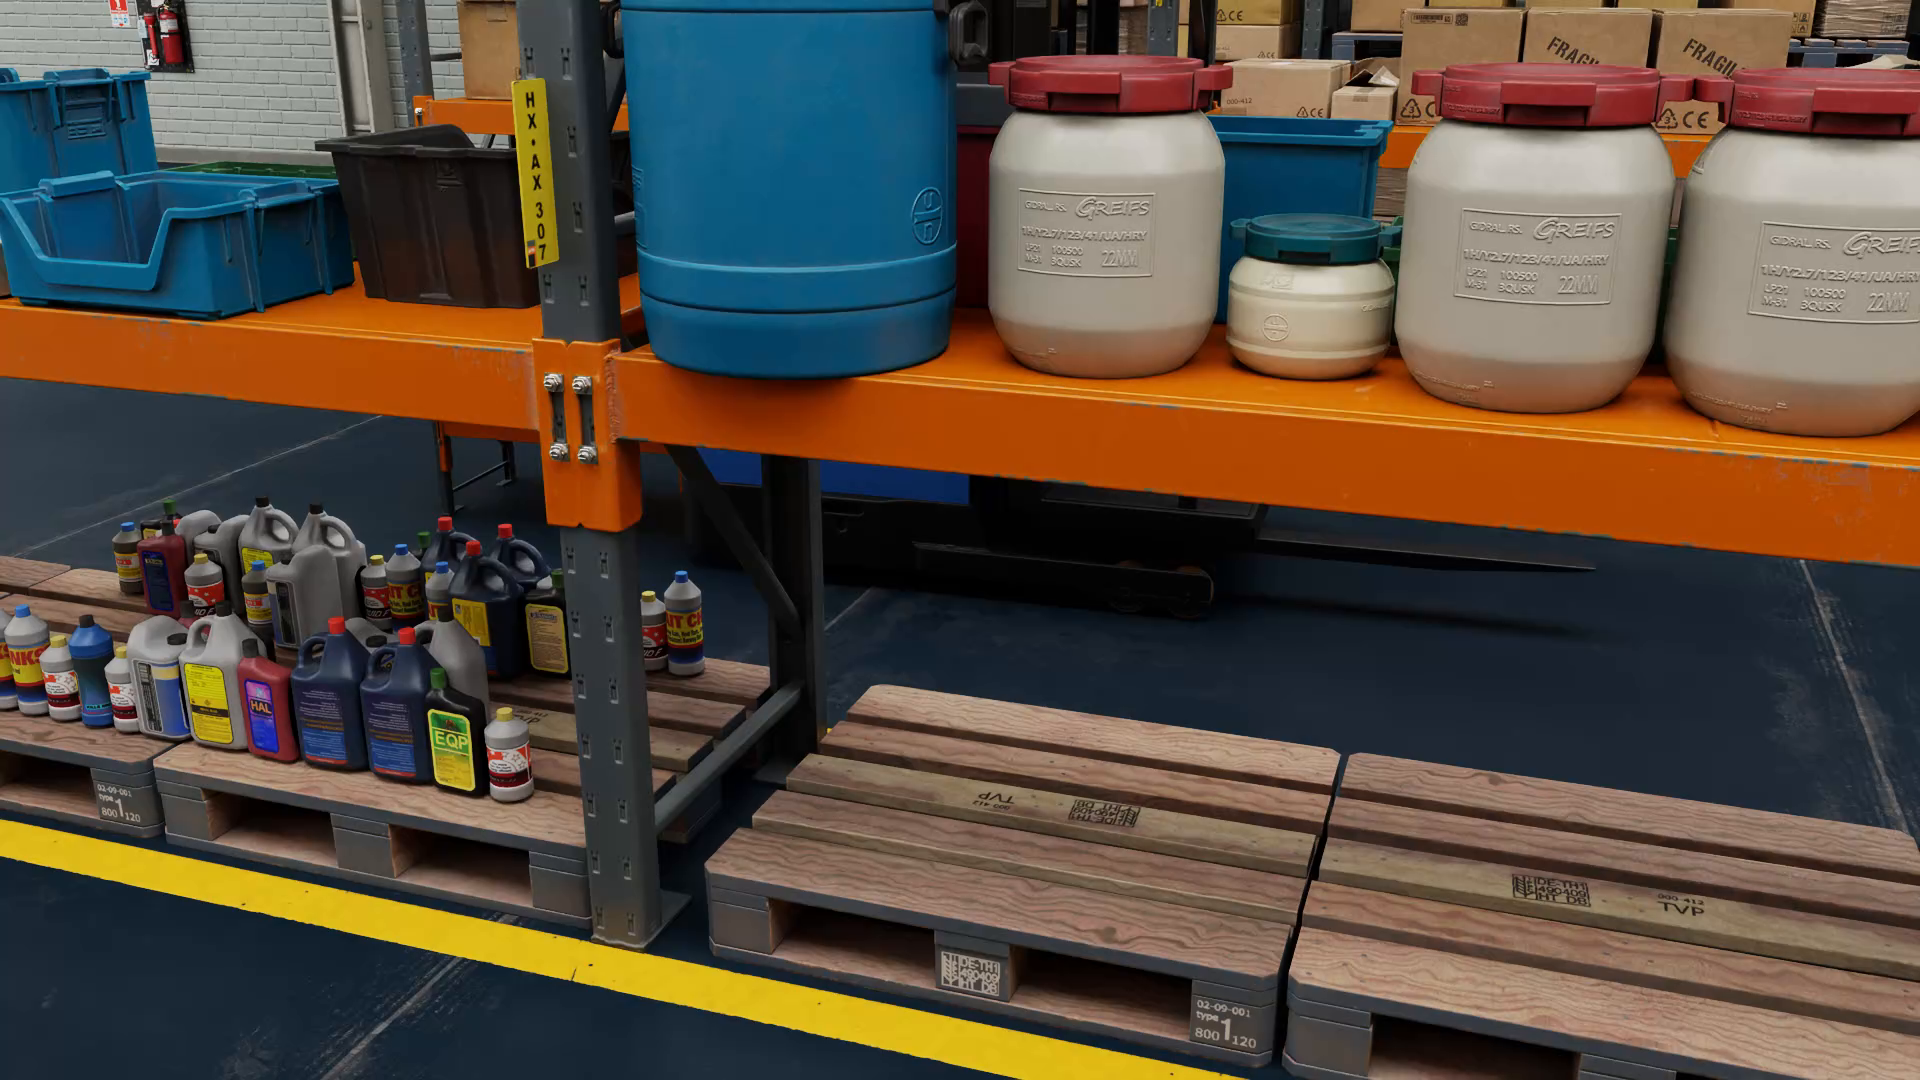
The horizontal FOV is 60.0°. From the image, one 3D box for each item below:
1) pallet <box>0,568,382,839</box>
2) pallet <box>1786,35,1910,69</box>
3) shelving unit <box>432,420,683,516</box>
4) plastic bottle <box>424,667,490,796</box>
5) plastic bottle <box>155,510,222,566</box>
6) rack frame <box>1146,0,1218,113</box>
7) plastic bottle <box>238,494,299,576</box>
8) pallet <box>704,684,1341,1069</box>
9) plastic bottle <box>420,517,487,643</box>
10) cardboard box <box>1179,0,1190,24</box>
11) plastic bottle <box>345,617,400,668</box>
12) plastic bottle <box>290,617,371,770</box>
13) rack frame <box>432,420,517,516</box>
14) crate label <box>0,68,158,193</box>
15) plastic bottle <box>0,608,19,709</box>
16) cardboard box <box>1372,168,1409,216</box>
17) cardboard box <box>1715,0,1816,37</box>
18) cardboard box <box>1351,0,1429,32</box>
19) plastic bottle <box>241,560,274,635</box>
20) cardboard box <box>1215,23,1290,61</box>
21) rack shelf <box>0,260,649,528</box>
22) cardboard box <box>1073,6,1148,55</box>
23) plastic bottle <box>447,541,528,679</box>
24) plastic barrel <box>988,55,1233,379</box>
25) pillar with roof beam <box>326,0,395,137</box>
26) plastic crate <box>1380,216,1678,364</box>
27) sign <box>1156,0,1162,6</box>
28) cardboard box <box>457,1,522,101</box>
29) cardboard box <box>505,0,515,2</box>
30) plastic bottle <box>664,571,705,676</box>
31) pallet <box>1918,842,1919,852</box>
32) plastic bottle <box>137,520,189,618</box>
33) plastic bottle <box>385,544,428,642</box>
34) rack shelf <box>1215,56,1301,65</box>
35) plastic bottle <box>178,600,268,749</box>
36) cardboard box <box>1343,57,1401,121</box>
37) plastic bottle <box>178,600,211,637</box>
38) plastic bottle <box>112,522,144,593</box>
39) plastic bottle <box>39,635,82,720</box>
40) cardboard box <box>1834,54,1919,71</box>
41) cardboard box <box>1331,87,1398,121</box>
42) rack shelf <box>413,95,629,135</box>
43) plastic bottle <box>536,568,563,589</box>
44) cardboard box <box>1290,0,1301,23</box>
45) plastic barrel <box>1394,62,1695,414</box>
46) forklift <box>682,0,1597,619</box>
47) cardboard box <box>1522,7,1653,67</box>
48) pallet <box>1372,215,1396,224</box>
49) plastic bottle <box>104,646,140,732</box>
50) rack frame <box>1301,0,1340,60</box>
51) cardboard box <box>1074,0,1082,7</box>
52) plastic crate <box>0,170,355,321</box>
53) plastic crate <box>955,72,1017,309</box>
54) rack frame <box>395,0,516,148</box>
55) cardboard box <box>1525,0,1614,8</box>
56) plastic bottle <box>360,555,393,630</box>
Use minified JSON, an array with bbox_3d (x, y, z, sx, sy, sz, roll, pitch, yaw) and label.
[{"bbox_3d":[-2.347,0.404,4.597,1.213,0.211,1.003,7,20,18],"label":"pallet"},{"bbox_3d":[5.752,-3.298,11.271,1.003,0.211,1.213,7,20,18],"label":"pallet"},{"bbox_3d":[-1.406,-0.658,6.254,1.048,1.125,0.538,5,20,15],"label":"shelving unit"},{"bbox_3d":[-1.133,0.429,3.746,0.133,0.283,0.061,8,21,21],"label":"plastic bottle"},{"bbox_3d":[-2.241,0.048,4.851,0.135,0.276,0.152,7,20,18],"label":"plastic bottle"},{"bbox_3d":[1.059,-2.236,7.933,0.127,3.000,1.000,7,20,18],"label":"rack frame"},{"bbox_3d":[-1.952,0.044,4.748,0.185,0.351,0.144,7,21,20],"label":"plastic bottle"},{"bbox_3d":[0.185,0.693,3.766,1.213,0.211,1.003,7,20,18],"label":"pallet"},{"bbox_3d":[-1.375,0.110,4.558,0.185,0.351,0.144,6,20,16],"label":"plastic bottle"},{"bbox_3d":[1.660,-4.076,12.271,0.500,0.500,0.500,6,20,18],"label":"cardboard box"},{"bbox_3d":[-1.429,0.333,4.034,0.135,0.276,0.152,7,20,18],"label":"plastic bottle"},{"bbox_3d":[-1.454,0.346,3.882,0.185,0.351,0.144,5,20,15],"label":"plastic bottle"},{"bbox_3d":[-1.895,-0.704,6.386,0.032,1.125,0.500,5,20,15],"label":"rack frame"},{"bbox_3d":[-2.521,-1.030,4.421,0.616,0.435,0.502,7,20,18],"label":"crate label"},{"bbox_3d":[-2.414,0.282,4.186,0.097,0.271,0.097,0,19,0],"label":"plastic bottle"},{"bbox_3d":[3.382,-2.730,12.479,0.500,0.500,0.700,7,20,20],"label":"cardboard box"},{"bbox_3d":[5.476,-3.699,11.310,0.500,0.500,0.700,5,20,13],"label":"cardboard box"},{"bbox_3d":[3.151,-3.966,12.076,0.500,0.500,0.700,7,20,18],"label":"cardboard box"},{"bbox_3d":[-1.950,0.157,4.651,0.097,0.201,0.097,0,19,0],"label":"plastic bottle"},{"bbox_3d":[2.134,-3.672,12.251,0.500,0.250,0.500,7,20,18],"label":"cardboard box"},{"bbox_3d":[-2.459,-0.572,4.254,4.000,0.370,1.077,7,20,18],"label":"rack shelf"},{"bbox_3d":[0.638,-2.329,8.049,0.500,0.500,0.700,6,20,17],"label":"cardboard box"},{"bbox_3d":[-1.244,0.176,4.371,0.185,0.351,0.144,7,20,18],"label":"plastic bottle"},{"bbox_3d":[0.262,-0.589,3.002,0.433,0.535,0.433,0,19,0],"label":"plastic barrel"},{"bbox_3d":[-7.233,-6.544,11.179,0.400,9.000,9.100,7,20,18],"label":"pillar with roof beam"},{"bbox_3d":[1.168,-0.496,3.263,0.662,0.188,0.450,7,20,18],"label":"plastic crate"},{"bbox_3d":[0.878,-2.509,7.282,0.005,0.325,0.100,7,20,18],"label":"sign"},{"bbox_3d":[-2.283,-2.661,9.000,0.500,0.500,0.700,7,20,18],"label":"cardboard box"},{"bbox_3d":[-2.169,-2.884,8.656,0.250,0.149,0.380,6,20,17],"label":"cardboard box"},{"bbox_3d":[-0.727,0.214,4.383,0.097,0.271,0.097,0,19,0],"label":"plastic bottle"},{"bbox_3d":[2.489,0.957,3.010,1.213,0.211,1.003,7,20,18],"label":"pallet"},{"bbox_3d":[-2.275,0.078,4.755,0.133,0.283,0.061,7,20,18],"label":"plastic bottle"},{"bbox_3d":[-1.526,0.144,4.584,0.097,0.271,0.097,0,19,0],"label":"plastic bottle"},{"bbox_3d":[0.792,-3.653,13.091,4.000,0.370,1.077,7,20,18],"label":"rack shelf"},{"bbox_3d":[-1.759,0.311,3.982,0.185,0.351,0.144,6,20,18],"label":"plastic bottle"},{"bbox_3d":[1.950,-2.134,7.847,0.258,0.266,0.396,6,20,17],"label":"cardboard box"},{"bbox_3d":[-1.877,0.291,4.142,0.133,0.283,0.061,7,20,18],"label":"plastic bottle"},{"bbox_3d":[-2.470,0.048,4.966,0.097,0.201,0.097,0,19,0],"label":"plastic bottle"},{"bbox_3d":[-2.226,0.337,4.136,0.097,0.201,0.097,0,19,0],"label":"plastic bottle"},{"bbox_3d":[4.056,-1.919,7.158,0.500,0.311,0.500,6,20,17],"label":"cardboard box"},{"bbox_3d":[1.829,-1.958,7.518,0.250,0.149,0.380,7,20,18],"label":"cardboard box"},{"bbox_3d":[-0.830,-2.112,8.671,4.000,0.370,1.077,7,20,18],"label":"rack shelf"},{"bbox_3d":[-1.042,0.185,4.458,0.135,0.276,0.152,7,21,20],"label":"plastic bottle"},{"bbox_3d":[2.306,-4.185,12.583,0.500,0.500,0.500,6,20,17],"label":"cardboard box"},{"bbox_3d":[0.955,-0.510,2.774,0.433,0.535,0.433,0,19,0],"label":"plastic barrel"},{"bbox_3d":[0.605,-1.326,5.429,3.031,2.935,1.130,5,20,15],"label":"forklift"},{"bbox_3d":[2.750,-2.084,7.346,0.500,0.500,0.500,7,20,18],"label":"cardboard box"},{"bbox_3d":[3.417,-2.376,12.572,1.213,0.211,1.003,7,20,18],"label":"pallet"},{"bbox_3d":[-2.032,0.359,4.072,0.097,0.201,0.097,0,19,0],"label":"plastic bottle"},{"bbox_3d":[2.681,-3.776,12.353,0.127,3.000,1.000,7,20,18],"label":"rack frame"},{"bbox_3d":[0.499,-2.579,7.782,0.250,0.149,0.380,6,20,17],"label":"cardboard box"},{"bbox_3d":[-1.704,-0.661,3.641,0.616,0.251,0.499,7,20,18],"label":"plastic crate"},{"bbox_3d":[-0.012,-0.769,3.628,0.583,0.464,0.402,7,20,18],"label":"plastic crate"},{"bbox_3d":[-2.719,-2.668,9.173,0.127,3.000,1.000,7,20,18],"label":"rack frame"},{"bbox_3d":[4.309,-3.842,11.720,0.500,0.500,0.700,10,21,26],"label":"cardboard box"},{"bbox_3d":[-1.634,0.143,4.692,0.097,0.201,0.097,0,19,0],"label":"plastic bottle"}]
